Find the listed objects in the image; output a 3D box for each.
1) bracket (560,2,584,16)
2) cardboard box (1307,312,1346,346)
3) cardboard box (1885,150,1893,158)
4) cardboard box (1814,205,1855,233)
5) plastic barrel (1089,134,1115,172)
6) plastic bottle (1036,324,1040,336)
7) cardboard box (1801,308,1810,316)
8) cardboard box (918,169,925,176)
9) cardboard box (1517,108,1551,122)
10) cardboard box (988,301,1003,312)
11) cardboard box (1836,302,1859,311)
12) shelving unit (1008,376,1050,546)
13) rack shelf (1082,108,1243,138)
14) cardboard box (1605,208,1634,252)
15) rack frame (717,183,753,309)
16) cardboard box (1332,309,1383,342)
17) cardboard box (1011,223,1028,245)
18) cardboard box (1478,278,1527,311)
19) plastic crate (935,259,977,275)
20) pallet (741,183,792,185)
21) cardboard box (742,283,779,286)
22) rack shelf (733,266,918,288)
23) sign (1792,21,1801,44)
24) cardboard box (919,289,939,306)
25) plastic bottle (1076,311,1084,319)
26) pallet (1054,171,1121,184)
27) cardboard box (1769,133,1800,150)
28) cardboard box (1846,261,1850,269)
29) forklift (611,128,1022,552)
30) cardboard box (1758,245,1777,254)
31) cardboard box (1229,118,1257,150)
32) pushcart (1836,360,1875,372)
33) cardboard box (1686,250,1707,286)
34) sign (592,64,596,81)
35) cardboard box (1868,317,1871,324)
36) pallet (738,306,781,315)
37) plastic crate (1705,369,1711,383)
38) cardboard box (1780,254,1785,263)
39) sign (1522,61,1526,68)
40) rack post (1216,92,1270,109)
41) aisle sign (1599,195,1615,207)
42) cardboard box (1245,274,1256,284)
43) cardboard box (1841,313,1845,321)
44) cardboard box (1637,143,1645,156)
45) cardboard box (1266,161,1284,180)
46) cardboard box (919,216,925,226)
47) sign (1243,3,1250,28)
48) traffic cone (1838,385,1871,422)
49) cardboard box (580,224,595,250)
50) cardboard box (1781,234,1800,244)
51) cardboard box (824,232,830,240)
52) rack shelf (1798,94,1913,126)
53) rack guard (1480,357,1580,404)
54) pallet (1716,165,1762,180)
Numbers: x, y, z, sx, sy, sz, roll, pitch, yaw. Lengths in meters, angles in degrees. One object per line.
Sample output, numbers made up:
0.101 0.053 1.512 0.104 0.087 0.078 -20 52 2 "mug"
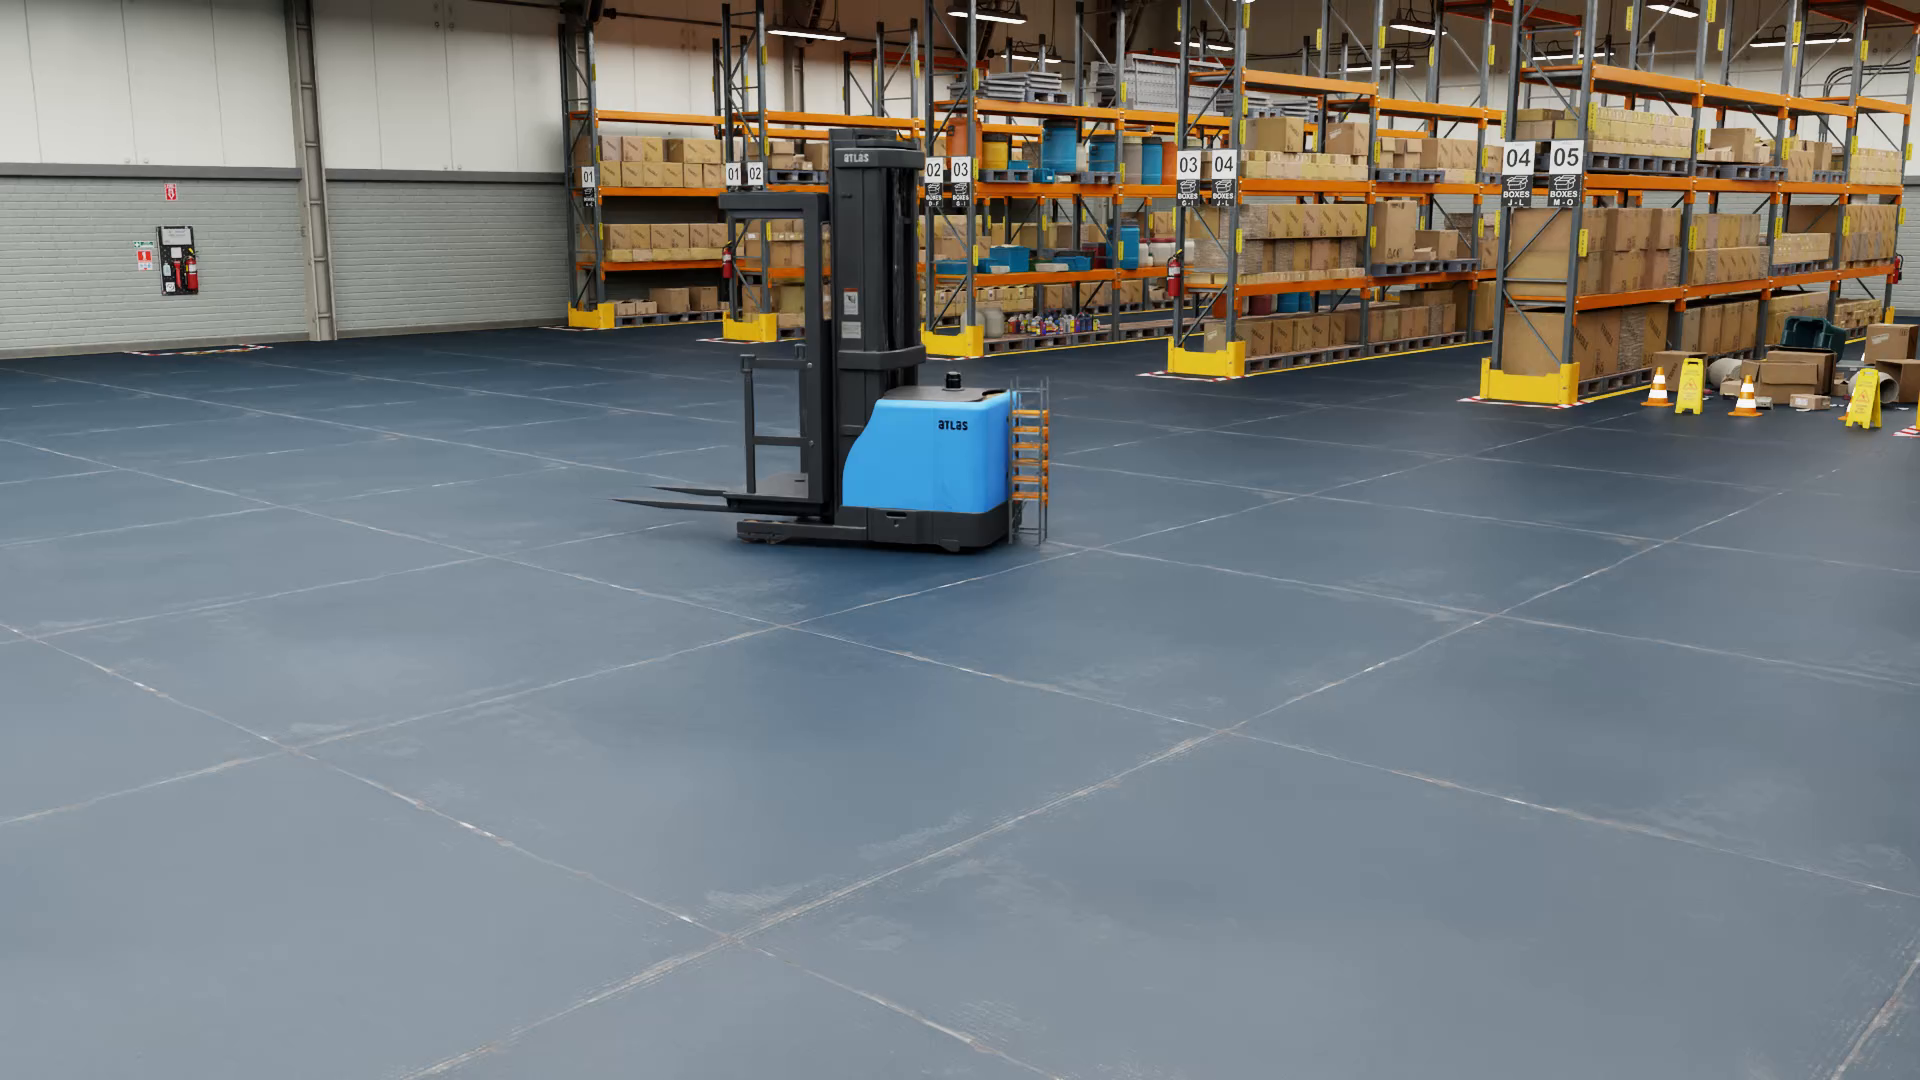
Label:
-7.795 -10.643 33.334 0.235 0.232 0.430 10 15 40 "bracket"
5.909 -3.422 26.997 0.500 0.500 0.500 9 15 39 "cardboard box"
17.286 -7.242 31.241 0.380 0.149 0.250 10 15 41 "cardboard box"
15.623 -5.737 29.707 0.500 0.500 0.500 10 15 42 "cardboard box"
2.655 -6.956 30.440 0.600 0.901 0.708 10 15 40 "plastic barrel"
1.341 -3.633 28.763 0.097 0.201 0.097 0 11 0 "plastic bottle"
14.162 -3.705 28.412 0.500 0.500 0.500 9 15 39 "cardboard box"
-0.822 -7.470 33.605 0.500 0.250 0.500 -10 15 -42 "cardboard box"
7.189 -5.338 20.900 0.380 0.149 0.250 10 15 41 "cardboard box"
0.568 -4.964 35.356 0.500 0.250 0.500 10 15 42 "cardboard box"
16.576 -4.367 31.104 0.380 0.149 0.250 10 15 41 "cardboard box"
0.496 -0.569 11.994 0.258 1.200 0.189 3 12 16 "shelving unit"
3.802 -7.823 31.263 1.077 0.370 4.000 10 15 40 "rack shelf"
8.261 -4.061 21.747 0.875 0.550 0.550 10 15 40 "cardboard box"
-4.960 -6.417 36.681 1.000 3.000 0.127 10 15 40 "rack frame"
6.624 -3.573 27.702 0.700 0.500 0.500 8 14 36 "cardboard box"
1.177 -7.926 43.468 0.980 0.700 0.700 9 15 39 "cardboard box"
9.908 -4.477 31.322 1.225 0.875 0.875 10 15 41 "cardboard box"
-0.053 -4.587 27.898 0.499 0.251 0.616 10 15 40 "plastic crate"
-4.472 -7.873 36.791 1.213 0.211 1.003 10 15 40 "pallet"
-4.486 -5.517 37.436 0.700 0.500 0.500 10 15 42 "cardboard box"
-2.556 -5.130 32.074 1.077 0.370 4.000 10 15 40 "rack shelf"
12.921 -7.834 25.672 0.100 0.325 0.005 10 15 40 "sign"
-0.776 -4.938 33.794 0.500 0.311 0.500 10 15 41 "cardboard box"
2.165 -3.939 29.917 0.144 0.351 0.185 10 15 40 "plastic bottle"
2.079 -6.396 29.398 1.213 0.211 1.003 10 15 40 "pallet"
13.317 -6.423 26.844 0.396 0.266 0.258 10 15 40 "cardboard box"
16.010 -5.026 30.356 0.380 0.149 0.250 9 14 38 "cardboard box"
-1.111 -1.500 12.237 3.031 2.935 1.130 4 12 17 "forklift"
12.972 -4.702 26.903 0.380 0.149 0.250 11 15 43 "cardboard box"
4.395 -6.079 25.039 0.500 0.500 0.500 10 15 40 "cardboard box"
11.901 -2.216 22.343 1.648 0.377 0.936 4 12 21 "pushcart"
10.411 -3.931 23.980 0.500 0.500 0.500 10 15 41 "cardboard box"
-7.193 -9.197 32.696 0.100 0.325 0.005 10 15 40 "sign"
17.259 -4.230 31.938 0.380 0.149 0.250 10 15 40 "cardboard box"
-4.447 -5.164 37.529 1.003 0.211 1.213 10 15 40 "pallet"
10.731 -2.294 23.070 0.662 0.188 0.450 -4 2 -18 "plastic crate"
13.304 -4.630 27.302 0.380 0.149 0.250 11 16 43 "cardboard box"
11.083 -9.226 32.637 0.100 0.325 0.005 10 15 40 "sign"
5.570 -8.741 33.194 0.954 0.300 0.937 10 15 40 "rack post"
13.946 -7.585 35.894 0.394 0.787 0.004 10 15 40 "aisle sign"
4.109 -3.829 24.367 0.380 0.149 0.250 10 15 40 "cardboard box"
16.036 -4.111 30.583 0.380 0.149 0.250 9 14 37 "cardboard box"
8.689 -5.086 21.673 0.380 0.149 0.250 10 15 41 "cardboard box"
4.410 -5.419 24.408 0.500 0.250 0.500 9 15 39 "cardboard box"
-1.145 -7.765 40.448 0.500 0.250 0.500 10 15 41 "cardboard box"
3.970 -7.276 23.077 0.100 0.325 0.005 10 15 40 "sign"
10.321 -1.612 19.101 0.336 0.463 0.334 10 15 40 "traffic cone"
-7.449 -6.229 34.159 0.500 0.500 0.500 10 15 40 "cardboard box"
13.819 -5.039 27.833 0.380 0.149 0.250 10 15 42 "cardboard box"
-2.607 -5.775 31.557 0.380 0.149 0.250 10 15 40 "cardboard box"
16.463 -7.898 30.626 1.077 0.370 4.000 10 15 40 "rack shelf"
7.205 -2.022 21.057 1.175 0.500 0.348 10 15 40 "rack guard"
11.381 -5.540 25.113 1.003 0.211 1.213 11 16 43 "pallet"
